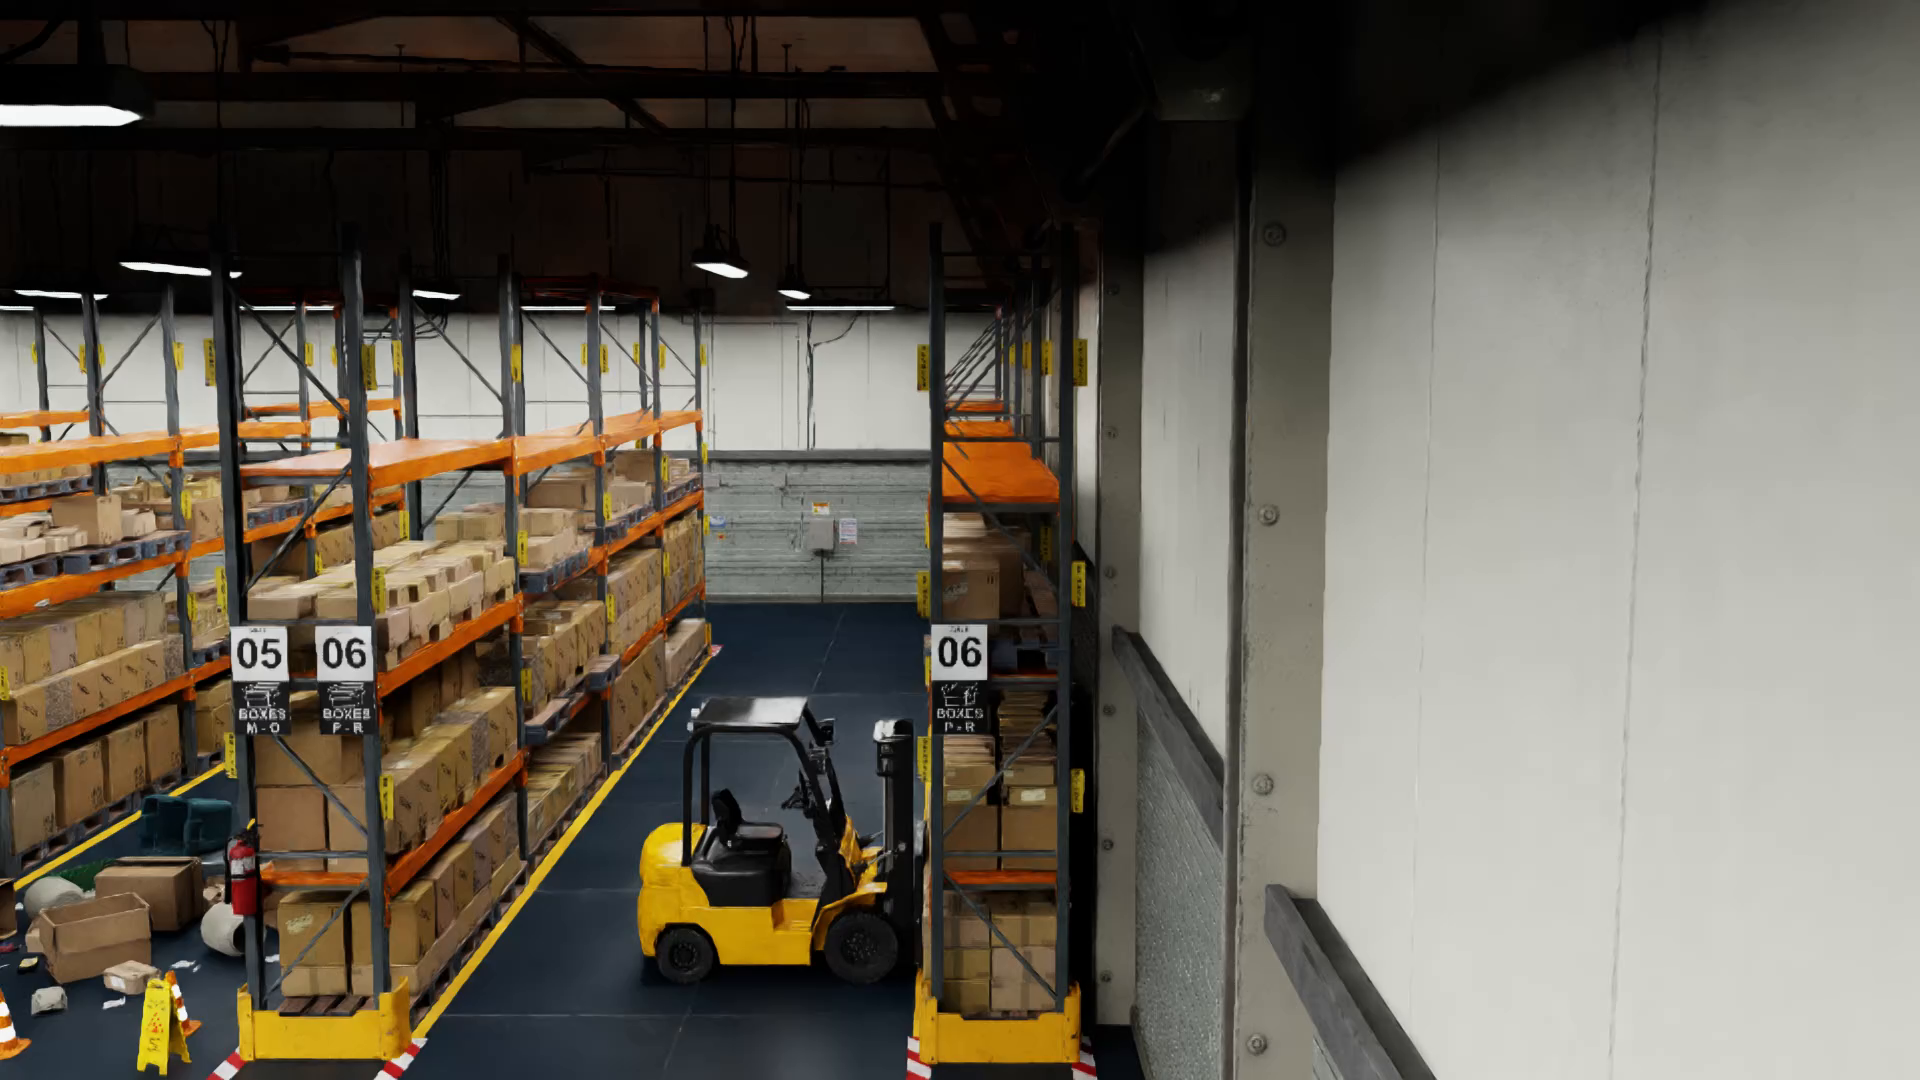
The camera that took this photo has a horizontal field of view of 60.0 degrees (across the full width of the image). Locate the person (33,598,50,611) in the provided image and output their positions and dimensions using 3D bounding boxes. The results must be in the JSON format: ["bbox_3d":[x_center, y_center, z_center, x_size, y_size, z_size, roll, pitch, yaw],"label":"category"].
[{"bbox_3d":[-13.059,1.598,23.845,0.625,1.611,0.582,0,7,-4],"label":"person"}]
